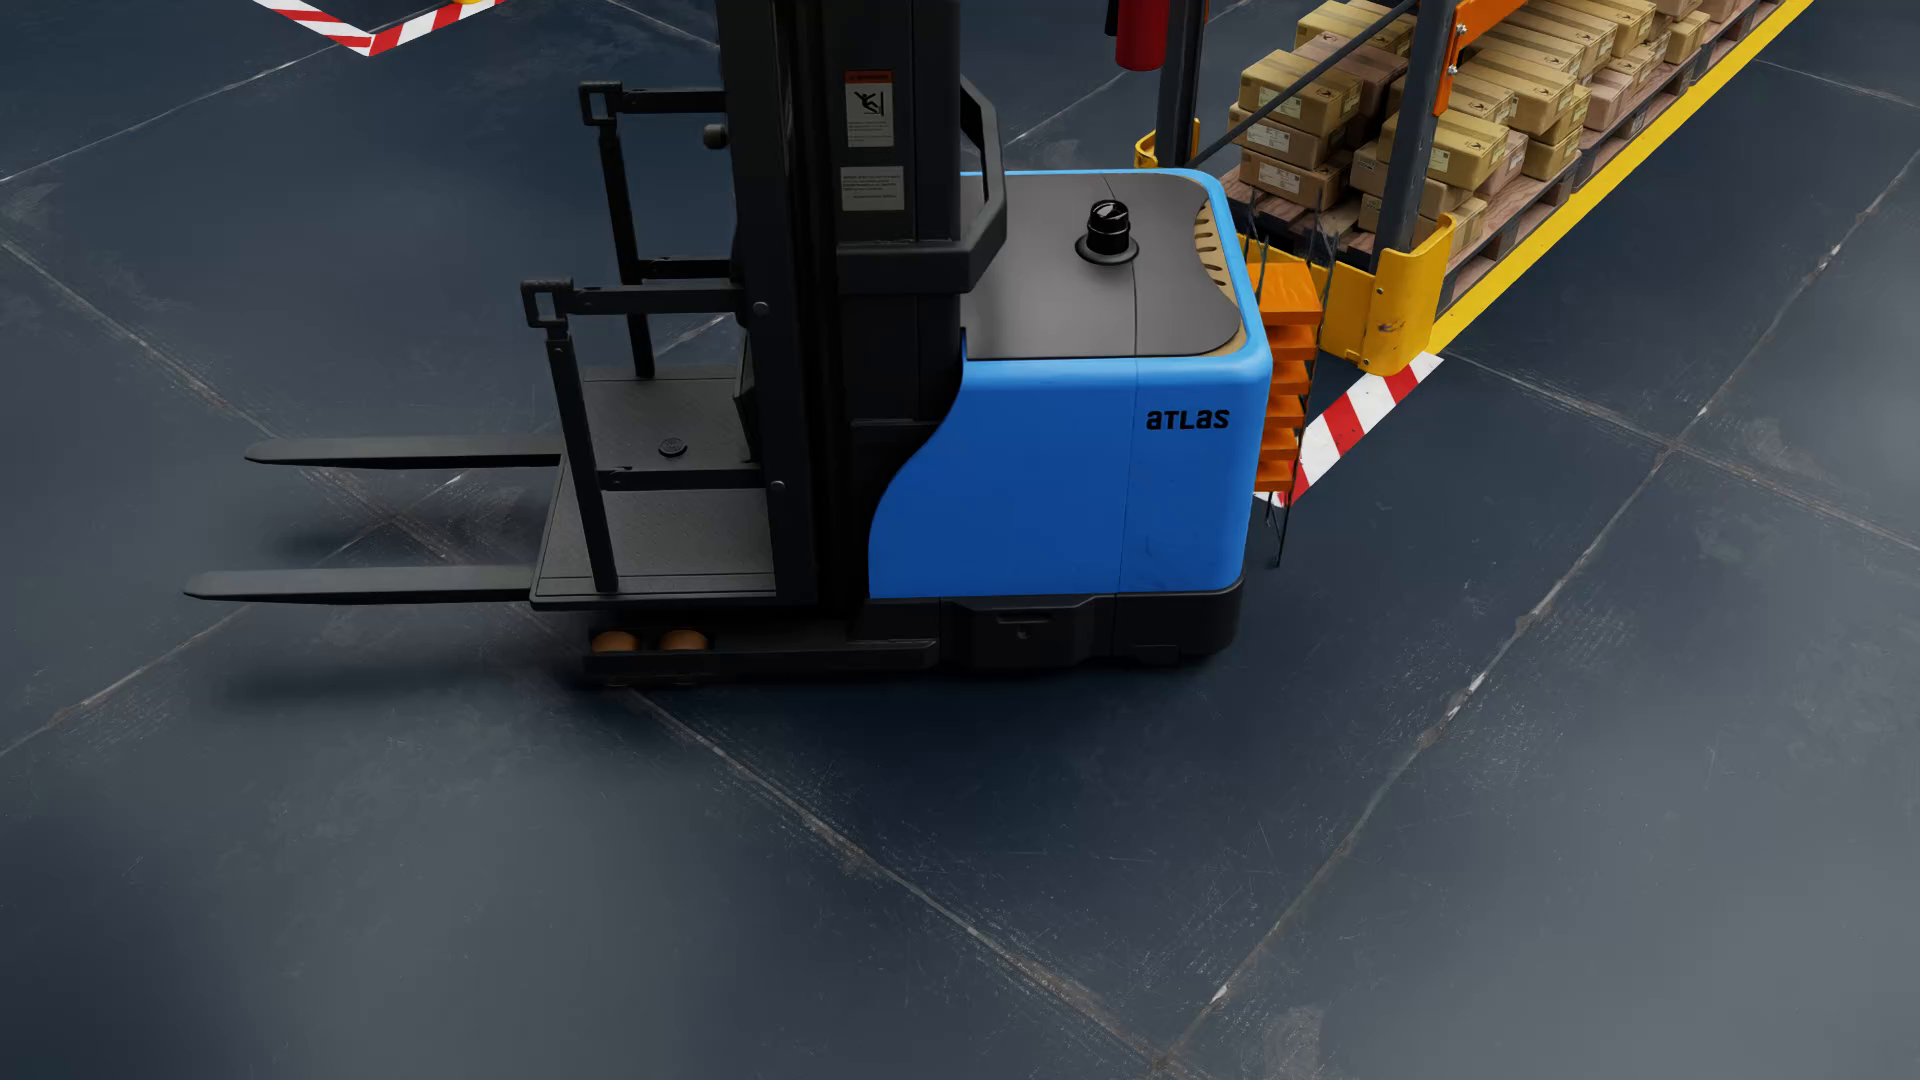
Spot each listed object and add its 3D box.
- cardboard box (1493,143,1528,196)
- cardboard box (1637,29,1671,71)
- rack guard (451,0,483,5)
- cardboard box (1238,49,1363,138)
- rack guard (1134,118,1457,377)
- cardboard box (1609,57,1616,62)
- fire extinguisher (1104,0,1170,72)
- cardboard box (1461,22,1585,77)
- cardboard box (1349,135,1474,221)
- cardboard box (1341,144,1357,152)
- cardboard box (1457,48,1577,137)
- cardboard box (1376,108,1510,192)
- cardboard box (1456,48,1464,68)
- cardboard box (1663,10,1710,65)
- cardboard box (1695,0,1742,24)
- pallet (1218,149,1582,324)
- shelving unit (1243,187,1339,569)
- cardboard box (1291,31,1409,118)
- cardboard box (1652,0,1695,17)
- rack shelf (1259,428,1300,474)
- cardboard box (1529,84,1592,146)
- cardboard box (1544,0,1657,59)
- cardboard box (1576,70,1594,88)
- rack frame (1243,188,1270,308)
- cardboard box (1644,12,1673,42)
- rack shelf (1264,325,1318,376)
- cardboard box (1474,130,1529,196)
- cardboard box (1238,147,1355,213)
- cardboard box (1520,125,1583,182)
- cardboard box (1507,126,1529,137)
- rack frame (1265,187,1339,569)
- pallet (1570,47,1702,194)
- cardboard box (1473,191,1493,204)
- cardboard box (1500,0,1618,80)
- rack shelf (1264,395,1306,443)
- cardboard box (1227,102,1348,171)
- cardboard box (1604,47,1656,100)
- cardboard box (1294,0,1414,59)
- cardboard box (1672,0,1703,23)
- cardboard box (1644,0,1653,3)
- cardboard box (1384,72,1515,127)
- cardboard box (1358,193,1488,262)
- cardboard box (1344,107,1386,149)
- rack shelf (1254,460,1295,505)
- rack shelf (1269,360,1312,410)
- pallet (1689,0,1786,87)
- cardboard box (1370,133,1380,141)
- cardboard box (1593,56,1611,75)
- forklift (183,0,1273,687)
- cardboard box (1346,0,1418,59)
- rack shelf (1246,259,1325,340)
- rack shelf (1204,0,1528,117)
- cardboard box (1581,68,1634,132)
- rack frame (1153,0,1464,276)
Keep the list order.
[{"bbox_3d":[1.968,-1.504,6.481,0.380,0.149,0.250,30,50,29],"label":"cardboard box"},{"bbox_3d":[2.823,-2.144,7.185,0.380,0.149,0.250,30,50,29],"label":"cardboard box"},{"bbox_3d":[-2.744,-3.125,8.315,1.175,0.500,0.348,29,50,28],"label":"rack guard"},{"bbox_3d":[1.272,-1.674,6.226,0.380,0.149,0.250,30,50,29],"label":"cardboard box"},{"bbox_3d":[1.175,-1.085,6.072,1.175,0.500,0.348,29,50,28],"label":"rack guard"},{"bbox_3d":[2.639,-2.176,7.000,0.380,0.149,0.250,32,51,30],"label":"cardboard box"},{"bbox_3d":[0.610,-1.875,5.417,0.296,0.674,0.183,29,50,28],"label":"fire extinguisher"},{"bbox_3d":[2.165,-1.846,6.416,0.380,0.149,0.250,27,49,27],"label":"cardboard box"},{"bbox_3d":[1.659,-1.340,6.080,0.380,0.149,0.250,32,51,30],"label":"cardboard box"},{"bbox_3d":[1.393,-1.609,6.597,0.380,0.149,0.250,31,51,30],"label":"cardboard box"},{"bbox_3d":[2.068,-1.683,6.236,0.380,0.149,0.250,29,50,28],"label":"cardboard box"},{"bbox_3d":[1.723,-1.414,5.941,0.380,0.149,0.250,27,49,27],"label":"cardboard box"},{"bbox_3d":[1.832,-1.939,6.739,0.380,0.149,0.250,29,50,28],"label":"cardboard box"},{"bbox_3d":[3.042,-2.249,7.301,0.380,0.149,0.250,29,50,28],"label":"cardboard box"},{"bbox_3d":[3.356,-2.520,7.599,0.380,0.149,0.250,28,49,27],"label":"cardboard box"},{"bbox_3d":[1.725,-1.381,6.612,1.003,0.211,1.213,29,50,28],"label":"pallet"},{"bbox_3d":[0.893,-0.434,4.835,0.189,1.200,0.258,-1,42,-1],"label":"shelving unit"},{"bbox_3d":[1.478,-1.779,6.341,0.380,0.149,0.250,30,50,29],"label":"cardboard box"},{"bbox_3d":[2.887,-2.352,6.972,0.380,0.149,0.250,28,49,27],"label":"cardboard box"},{"bbox_3d":[0.893,-0.312,4.946,0.180,0.103,0.258,-1,42,-1],"label":"rack shelf"},{"bbox_3d":[2.217,-1.706,6.483,0.380,0.149,0.250,31,51,30],"label":"cardboard box"},{"bbox_3d":[2.555,-2.101,6.695,0.380,0.149,0.250,30,50,29],"label":"cardboard box"},{"bbox_3d":[2.315,-1.884,6.678,0.380,0.149,0.250,27,49,27],"label":"cardboard box"},{"bbox_3d":[0.802,-0.432,4.833,0.006,1.200,0.240,-1,42,-1],"label":"rack frame"},{"bbox_3d":[2.844,-2.296,7.131,0.380,0.149,0.250,27,49,27],"label":"cardboard box"},{"bbox_3d":[0.893,-0.578,4.704,0.180,0.103,0.258,-1,42,-1],"label":"rack shelf"},{"bbox_3d":[1.879,-1.457,6.208,0.380,0.149,0.250,29,50,28],"label":"cardboard box"},{"bbox_3d":[1.305,-1.433,6.403,0.380,0.149,0.250,30,50,29],"label":"cardboard box"},{"bbox_3d":[2.217,-1.588,6.574,0.380,0.149,0.250,30,50,29],"label":"cardboard box"},{"bbox_3d":[1.969,-1.621,6.389,0.380,0.149,0.250,30,50,29],"label":"cardboard box"},{"bbox_3d":[0.985,-0.436,4.837,0.006,1.200,0.240,-1,42,-1],"label":"rack frame"},{"bbox_3d":[2.510,-2.007,7.300,1.003,0.211,1.213,29,50,28],"label":"pallet"},{"bbox_3d":[1.814,-1.373,6.337,0.380,0.149,0.250,29,50,28],"label":"cardboard box"},{"bbox_3d":[2.350,-1.985,6.568,0.380,0.149,0.250,32,51,30],"label":"cardboard box"},{"bbox_3d":[0.893,-0.401,4.865,0.180,0.103,0.258,-1,42,-1],"label":"rack shelf"},{"bbox_3d":[1.247,-1.577,6.341,0.380,0.149,0.250,28,49,27],"label":"cardboard box"},{"bbox_3d":[2.693,-2.005,7.032,0.380,0.149,0.250,30,50,28],"label":"cardboard box"},{"bbox_3d":[1.548,-1.967,6.548,0.380,0.149,0.250,28,49,28],"label":"cardboard box"},{"bbox_3d":[3.031,-2.425,7.273,0.380,0.149,0.250,31,51,29],"label":"cardboard box"},{"bbox_3d":[2.643,-2.271,6.883,0.380,0.149,0.250,30,50,29],"label":"cardboard box"},{"bbox_3d":[1.808,-1.608,6.154,0.380,0.149,0.250,30,50,29],"label":"cardboard box"},{"bbox_3d":[1.708,-1.203,6.150,0.380,0.149,0.250,31,50,29],"label":"cardboard box"},{"bbox_3d":[1.456,-1.688,6.463,0.380,0.149,0.250,28,49,28],"label":"cardboard box"},{"bbox_3d":[0.893,-0.223,5.026,0.180,0.103,0.258,-1,42,-1],"label":"rack shelf"},{"bbox_3d":[0.893,-0.490,4.784,0.180,0.103,0.258,-1,42,-1],"label":"rack shelf"},{"bbox_3d":[3.295,-2.638,7.994,1.003,0.211,1.213,29,50,28],"label":"pallet"},{"bbox_3d":[1.629,-1.708,6.706,0.380,0.149,0.250,29,50,28],"label":"cardboard box"},{"bbox_3d":[2.458,-2.042,6.852,0.380,0.149,0.250,32,51,30],"label":"cardboard box"},{"bbox_3d":[-0.720,-1.025,4.199,3.031,2.935,1.130,-1,42,-1],"label":"forklift"},{"bbox_3d":[1.763,-2.073,6.665,0.380,0.149,0.250,27,49,27],"label":"cardboard box"},{"bbox_3d":[0.893,-0.667,4.623,0.180,0.103,0.258,-1,42,-1],"label":"rack shelf"},{"bbox_3d":[2.413,-2.735,6.563,1.077,0.370,4.000,29,50,28],"label":"rack shelf"},{"bbox_3d":[2.535,-1.851,6.863,0.380,0.149,0.250,27,49,27],"label":"cardboard box"},{"bbox_3d":[1.126,-1.971,5.188,1.000,3.000,0.127,29,50,28],"label":"rack frame"}]
